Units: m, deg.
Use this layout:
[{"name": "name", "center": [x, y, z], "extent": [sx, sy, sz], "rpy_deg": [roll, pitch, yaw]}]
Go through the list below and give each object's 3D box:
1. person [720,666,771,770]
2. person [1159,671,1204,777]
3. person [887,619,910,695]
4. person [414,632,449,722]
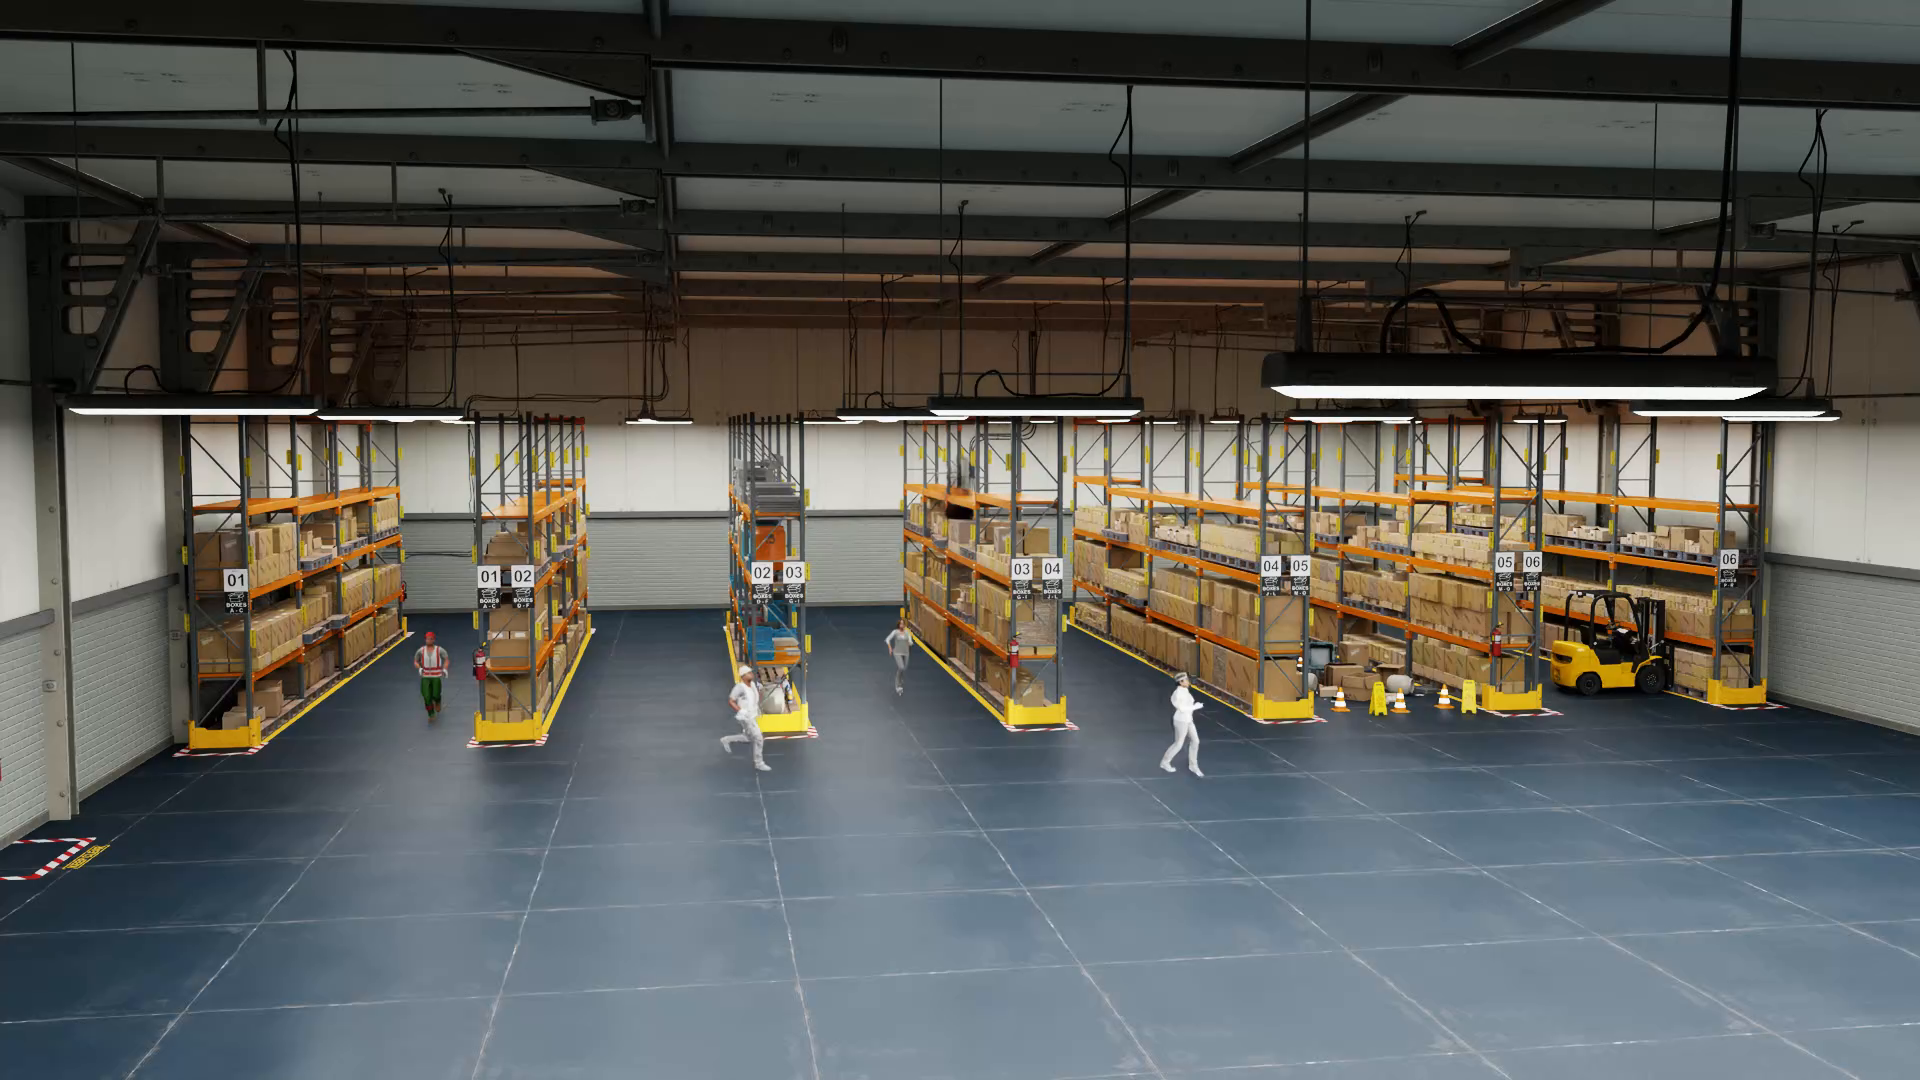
[{"name": "person", "center": [-3.603, 2.978, 27.872], "extent": [0.937, 1.753, 0.672], "rpy_deg": [1, 4, 12]}, {"name": "person", "center": [3.641, 3.015, 27.270], "extent": [0.725, 1.746, 0.598], "rpy_deg": [1, 4, 20]}, {"name": "person", "center": [-1.285, 2.494, 35.596], "extent": [0.442, 1.615, 0.681], "rpy_deg": [-2, 4, -26]}, {"name": "person", "center": [-10.295, 2.658, 32.365], "extent": [0.657, 1.742, 0.601], "rpy_deg": [-1, 4, -12]}]
